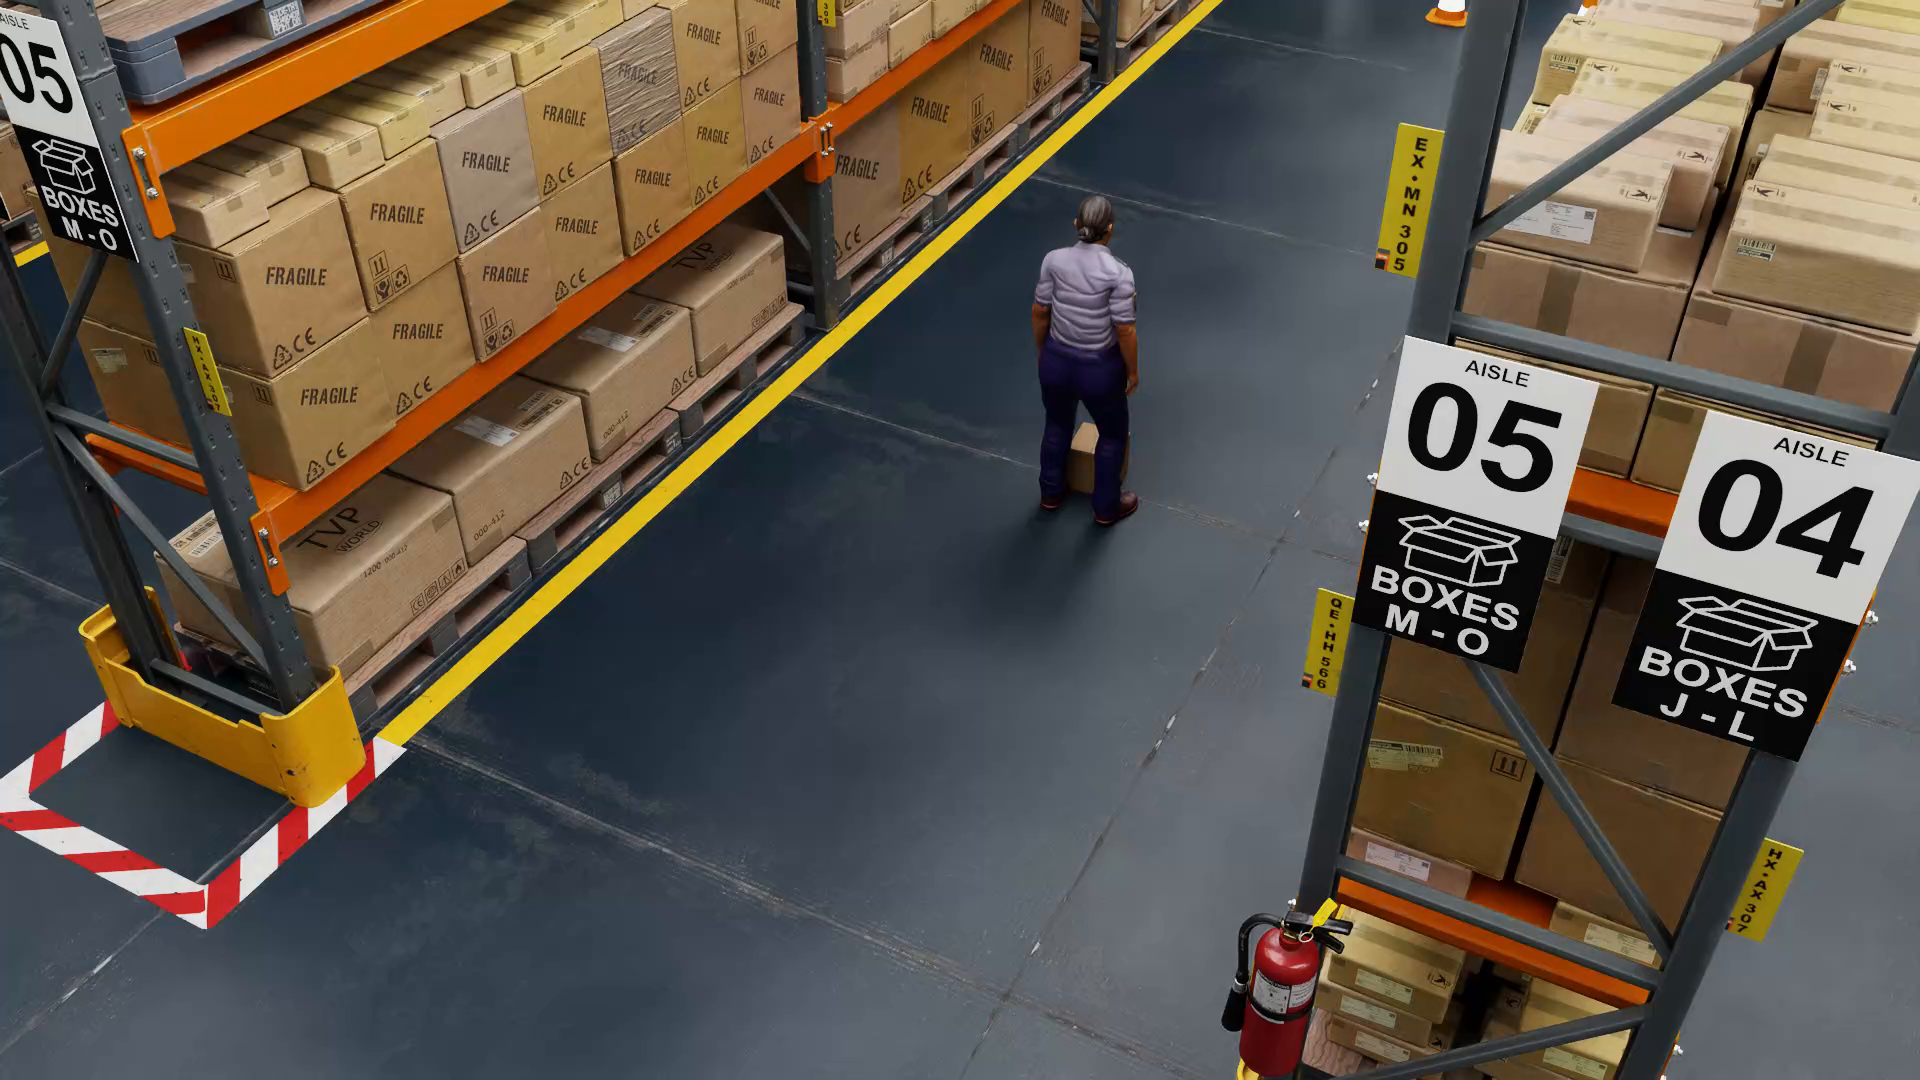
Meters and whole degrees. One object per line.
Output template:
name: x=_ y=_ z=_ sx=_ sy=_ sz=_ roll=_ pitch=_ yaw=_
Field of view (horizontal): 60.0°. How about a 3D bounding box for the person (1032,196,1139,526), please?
person: x=0.592 y=-0.812 z=7.799 sx=0.537 sy=1.636 sz=0.373 roll=18 pitch=41 yaw=21
